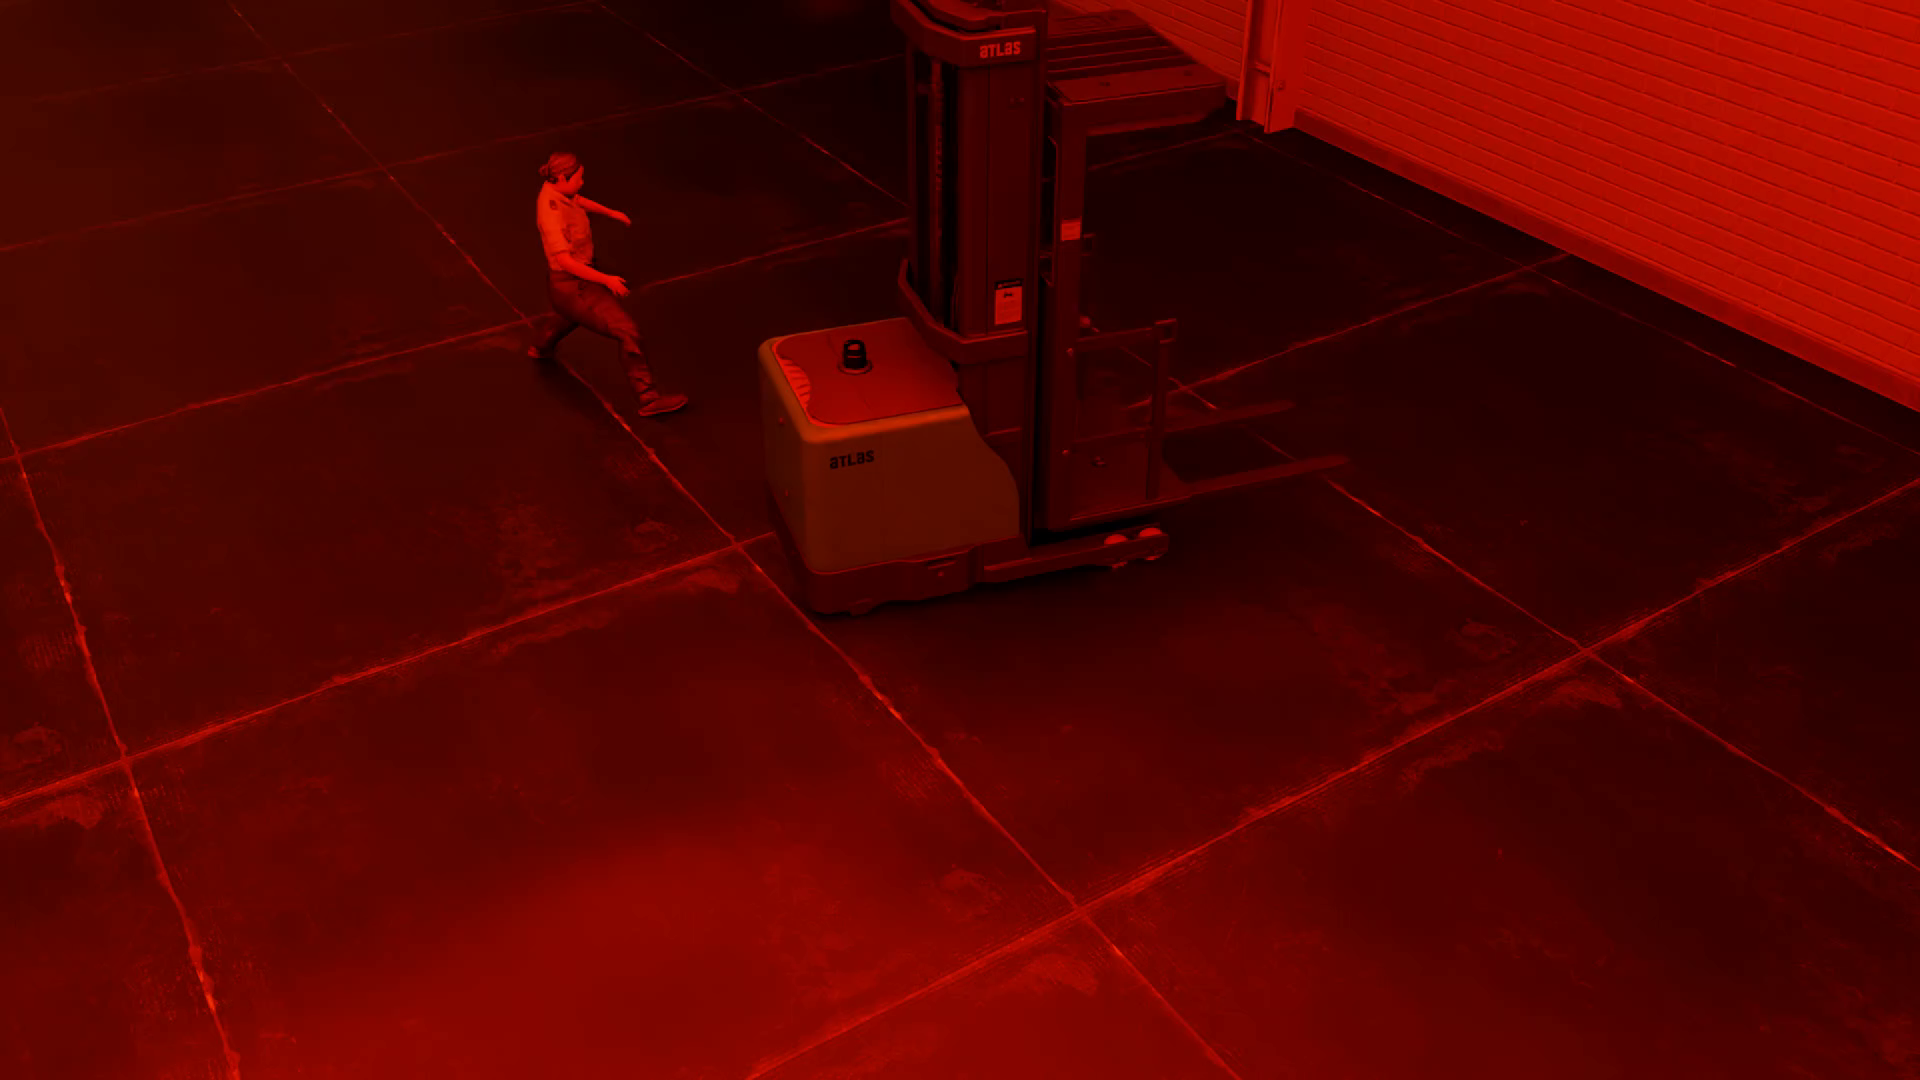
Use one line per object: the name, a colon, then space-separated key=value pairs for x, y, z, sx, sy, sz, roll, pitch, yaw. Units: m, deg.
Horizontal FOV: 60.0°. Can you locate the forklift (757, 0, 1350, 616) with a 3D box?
forklift: x=0.552 y=-1.335 z=8.048 sx=3.031 sy=2.935 sz=1.130 roll=-11 pitch=37 yaw=-16

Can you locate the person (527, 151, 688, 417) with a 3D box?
person: x=-2.142 y=-1.549 z=9.670 sx=0.943 sy=1.491 sz=1.054 roll=-6 pitch=36 yaw=-9
